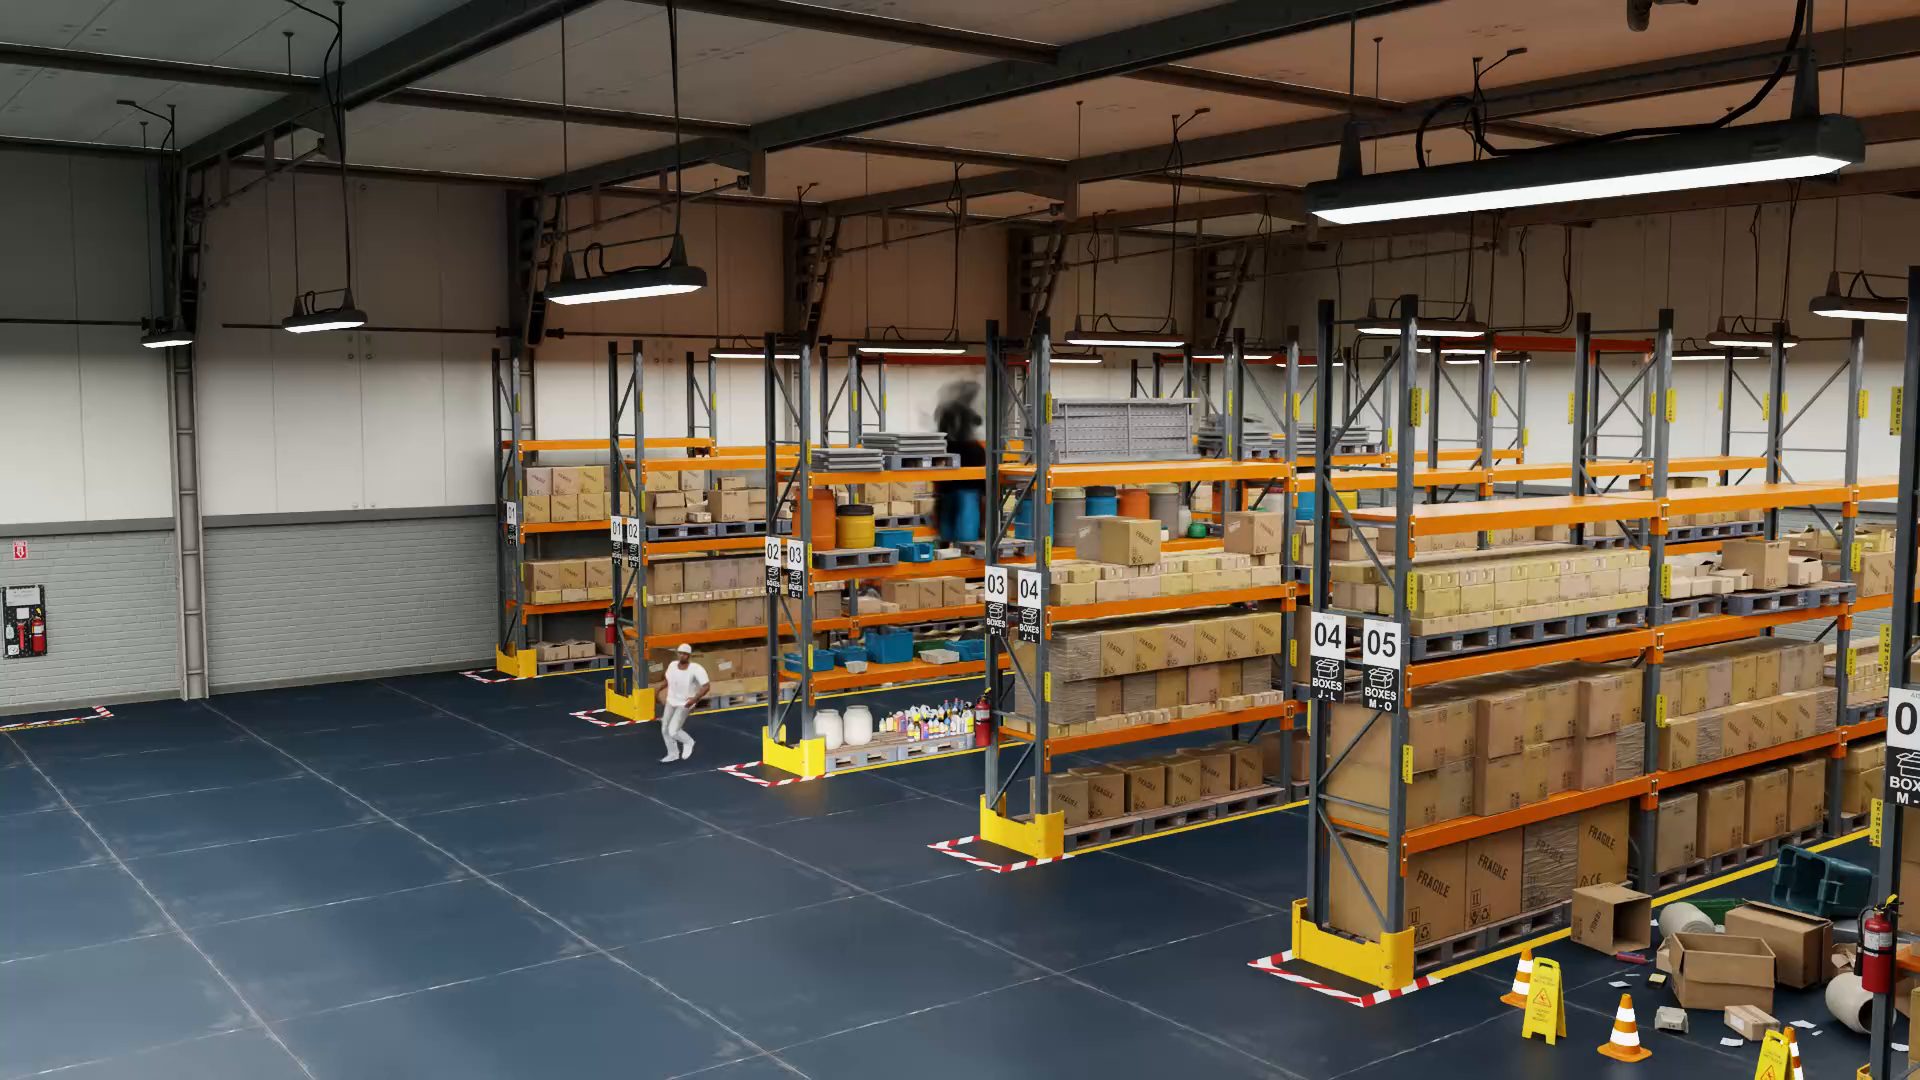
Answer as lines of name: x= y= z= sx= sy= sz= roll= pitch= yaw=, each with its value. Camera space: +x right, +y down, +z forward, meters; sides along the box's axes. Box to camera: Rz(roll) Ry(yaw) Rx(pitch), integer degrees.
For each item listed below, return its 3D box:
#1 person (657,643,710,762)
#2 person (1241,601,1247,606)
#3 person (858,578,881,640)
person: x=-3.895 y=2.275 z=23.159 sx=0.700 sy=1.687 sz=0.552 roll=3 pitch=6 yaw=30
person: x=5.334 y=1.564 z=32.132 sx=0.661 sy=1.586 sz=0.546 roll=-4 pitch=6 yaw=-39
person: x=-1.915 y=1.504 z=31.997 sx=0.638 sy=1.686 sz=0.638 roll=5 pitch=7 yaw=44
